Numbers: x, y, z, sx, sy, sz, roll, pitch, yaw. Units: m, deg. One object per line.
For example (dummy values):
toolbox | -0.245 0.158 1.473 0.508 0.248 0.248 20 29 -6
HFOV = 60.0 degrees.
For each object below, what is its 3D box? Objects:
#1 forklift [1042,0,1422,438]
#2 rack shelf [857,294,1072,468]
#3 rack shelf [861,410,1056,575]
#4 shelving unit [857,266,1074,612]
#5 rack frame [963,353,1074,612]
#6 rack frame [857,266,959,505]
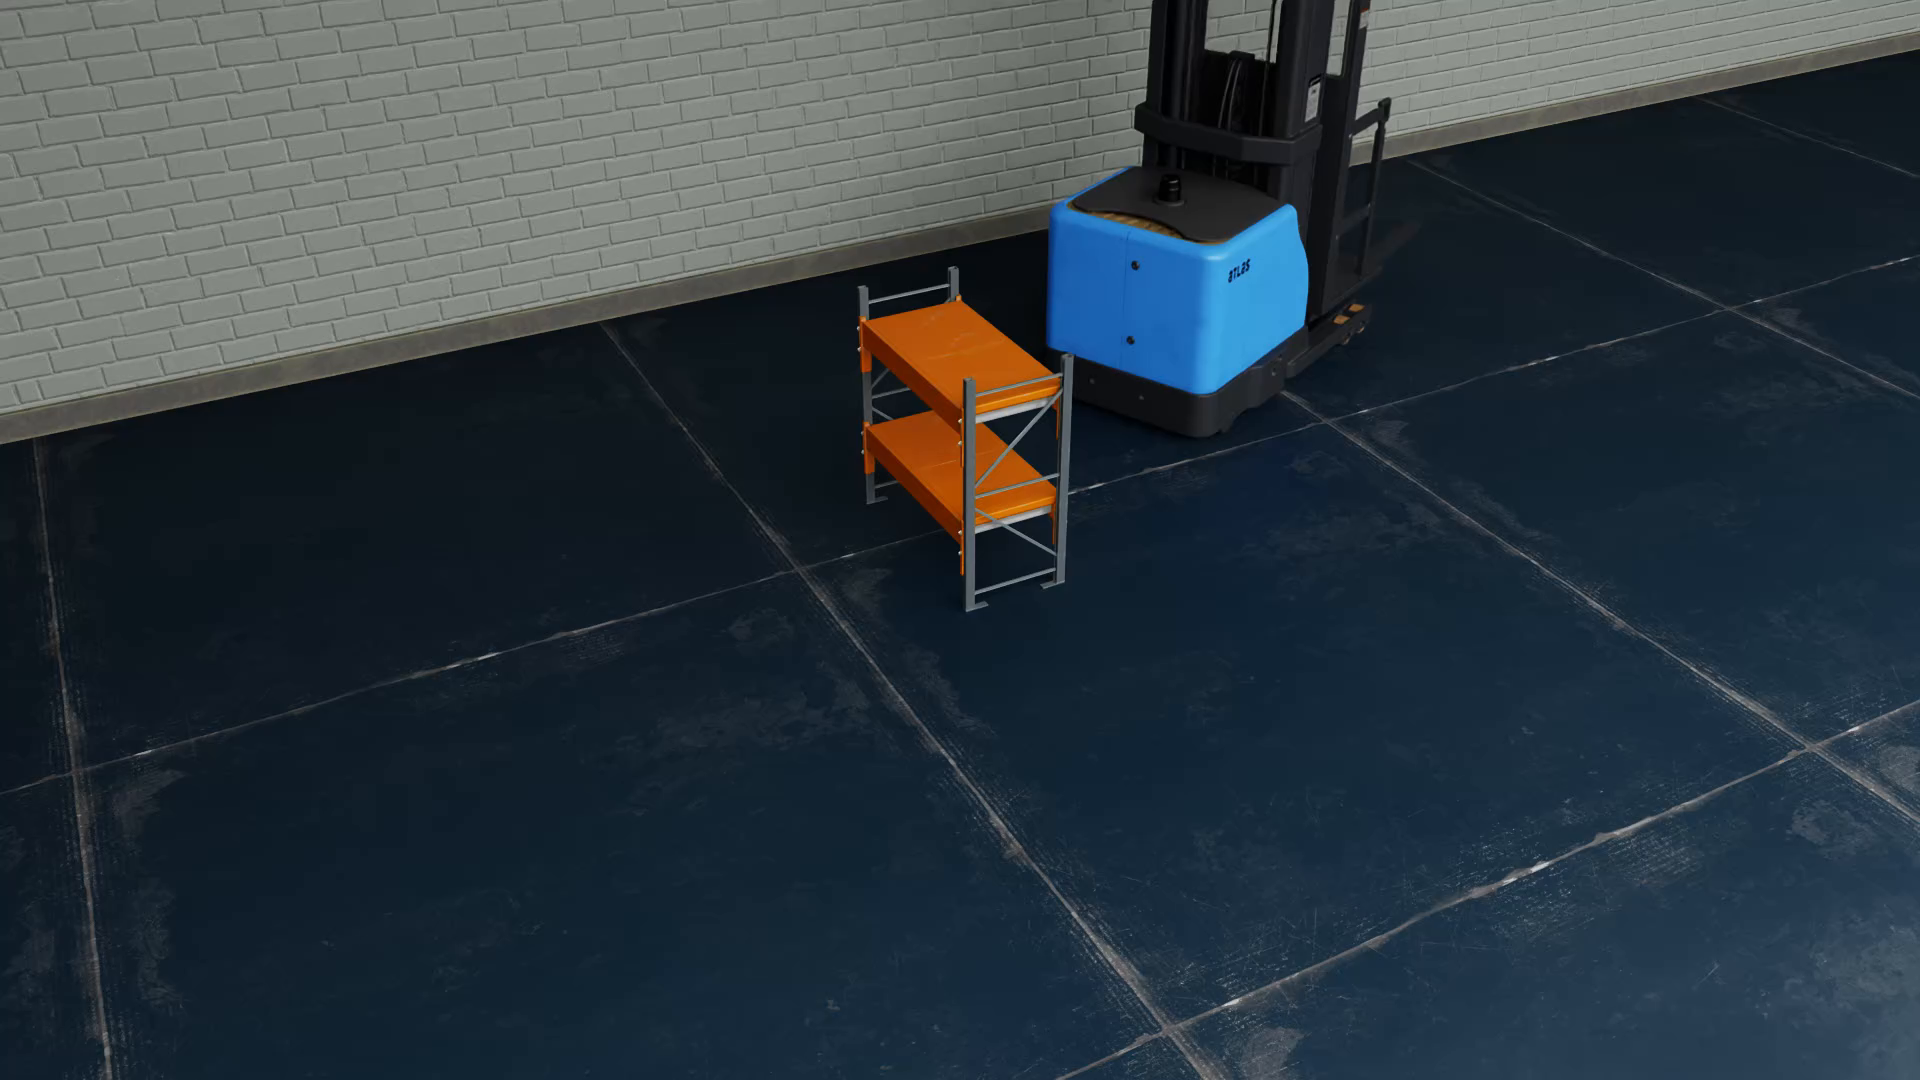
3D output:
forklift | 1.723 -2.491 8.921 1.130 2.935 3.031 22 39 30
rack shelf | 0.003 -0.717 7.284 0.538 0.278 1.000 -16 36 -23
rack shelf | 0.003 -0.265 7.573 0.538 0.278 1.000 -16 36 -23
shelving unit | 0.003 -0.470 7.442 0.538 1.125 1.048 -16 36 -23
rack frame | 0.240 -0.228 7.063 0.500 1.125 0.032 -16 36 -23
rack frame | -0.234 -0.713 7.820 0.500 1.125 0.032 -16 36 -23
